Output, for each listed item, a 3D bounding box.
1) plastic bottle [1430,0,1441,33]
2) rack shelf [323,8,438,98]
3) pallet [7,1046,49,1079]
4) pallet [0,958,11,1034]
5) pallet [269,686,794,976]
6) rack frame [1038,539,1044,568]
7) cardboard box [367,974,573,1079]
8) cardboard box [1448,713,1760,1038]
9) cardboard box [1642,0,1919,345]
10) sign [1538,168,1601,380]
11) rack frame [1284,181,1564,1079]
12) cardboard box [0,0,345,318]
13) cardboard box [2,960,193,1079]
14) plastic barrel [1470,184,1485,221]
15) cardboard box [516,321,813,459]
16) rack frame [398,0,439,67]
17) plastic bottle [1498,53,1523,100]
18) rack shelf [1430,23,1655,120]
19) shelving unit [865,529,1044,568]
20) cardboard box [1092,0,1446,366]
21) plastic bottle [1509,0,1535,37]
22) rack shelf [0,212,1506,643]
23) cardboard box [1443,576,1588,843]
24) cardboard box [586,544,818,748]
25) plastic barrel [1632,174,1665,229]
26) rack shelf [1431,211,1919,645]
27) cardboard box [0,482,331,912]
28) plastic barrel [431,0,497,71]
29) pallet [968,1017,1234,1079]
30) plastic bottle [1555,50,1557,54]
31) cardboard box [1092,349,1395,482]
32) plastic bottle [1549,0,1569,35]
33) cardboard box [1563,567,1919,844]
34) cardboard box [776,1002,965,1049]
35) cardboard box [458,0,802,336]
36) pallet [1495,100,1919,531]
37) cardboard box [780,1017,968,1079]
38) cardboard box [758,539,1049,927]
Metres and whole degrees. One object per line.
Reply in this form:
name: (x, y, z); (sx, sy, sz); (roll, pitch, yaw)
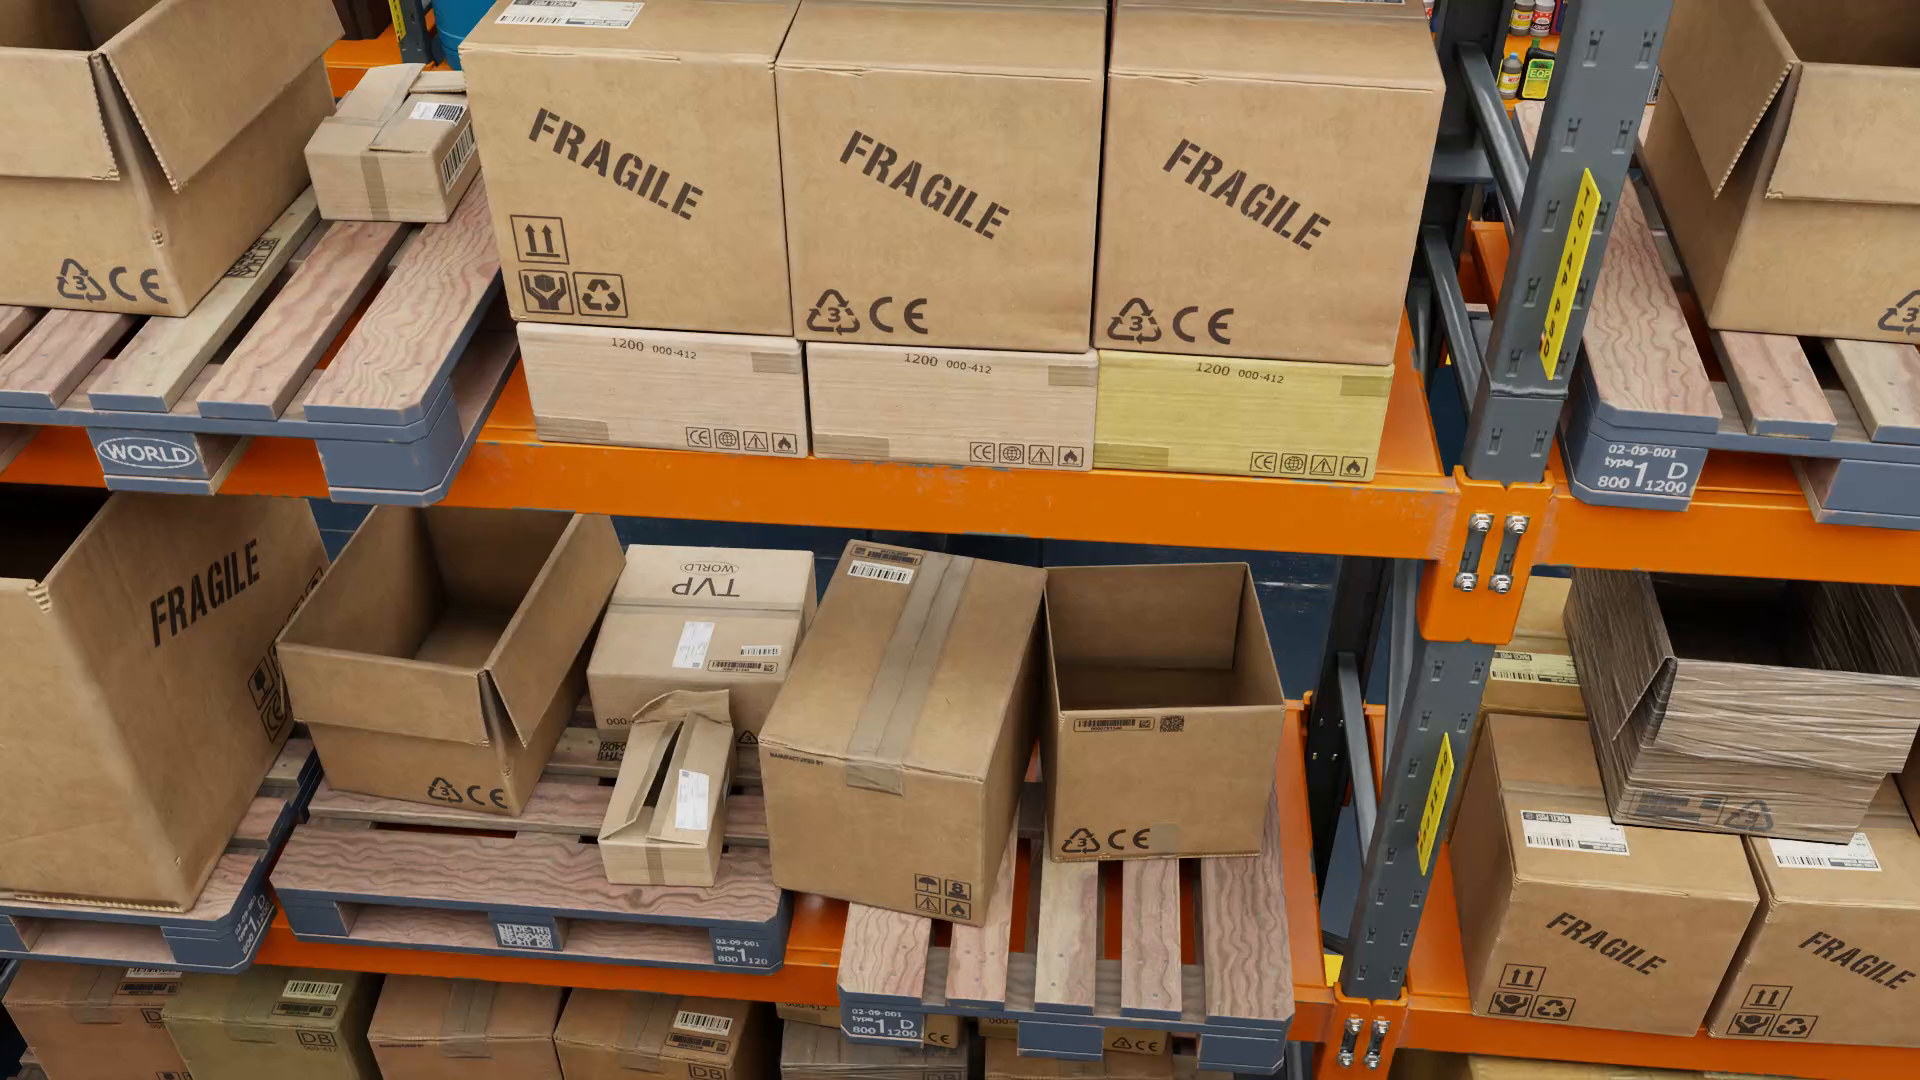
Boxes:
plastic bottle: (2.401, -2.659, 8.242); (0.097, 0.271, 0.097); (0, 39, 0)
rack shelf: (-4.554, -2.551, 8.578); (4.000, 0.370, 1.077); (3, 39, 4)
pallet: (-2.213, 1.517, 5.220); (1.213, 0.211, 1.003); (3, 39, 4)
pallet: (-3.661, 1.461, 5.288); (1.213, 0.211, 1.003); (3, 39, 4)
pallet: (-0.979, 0.604, 4.284); (1.213, 0.211, 1.003); (3, 39, 4)
rack frame: (0.358, -0.562, 6.752); (0.023, 1.500, 0.400); (3, 39, 4)
cardboard box: (-1.348, 1.308, 4.899); (0.500, 0.500, 0.700); (0, 39, 0)
cardboard box: (1.457, 0.770, 3.848); (0.500, 0.500, 0.500); (4, 39, 5)
cardboard box: (1.610, -0.767, 3.025); (0.637, 0.503, 0.797); (5, 39, 6)
sign: (0.947, -0.411, 2.593); (0.005, 0.325, 0.100); (3, 39, 4)
rack frame: (0.996, 0.612, 4.123); (0.127, 3.000, 1.000); (3, 39, 4)
cardboard box: (-1.590, -0.834, 3.108); (0.637, 0.503, 0.797); (5, 39, 6)
cardboard box: (-2.379, 1.239, 4.983); (0.500, 0.500, 0.700); (0, 39, 0)
plastic barrel: (2.483, -1.711, 8.614); (0.421, 0.512, 0.421); (0, 39, 0)
cardboard box: (-0.494, -0.413, 3.124); (0.500, 0.250, 0.500); (4, 39, 5)
rack frame: (-2.561, -2.721, 8.217); (0.127, 3.000, 1.000); (3, 39, 4)
plastic bottle: (2.534, -2.144, 7.665); (0.097, 0.201, 0.097); (0, 39, 0)
rack shelf: (3.416, -2.116, 8.043); (4.000, 0.370, 1.077); (3, 39, 4)
shelving unit: (-0.007, -0.582, 6.777); (0.755, 1.500, 0.431); (3, 39, 4)
cardboard box: (0.499, -0.653, 2.825); (0.500, 0.500, 0.500); (4, 39, 5)
plastic bottle: (2.789, -2.611, 8.238); (0.097, 0.201, 0.097); (0, 39, 0)
rack shelf: (-0.996, -0.382, 3.537); (4.000, 0.370, 1.077); (3, 39, 4)
cardboard box: (1.509, 0.444, 4.249); (0.500, 0.500, 0.500); (4, 39, 5)
cardboard box: (-0.654, 0.271, 4.327); (0.500, 0.250, 0.500); (2, 39, 3)
plastic barrel: (3.608, -1.650, 8.538); (0.421, 0.512, 0.421); (0, 39, 0)
rack shelf: (2.989, -0.164, 3.269); (4.000, 0.370, 1.077); (3, 39, 4)
cardboard box: (-2.209, 0.129, 3.907); (1.000, 1.000, 1.000); (3, 39, 4)
plastic barrel: (-2.203, -2.704, 7.799); (0.708, 0.901, 0.600); (3, 39, 4)
pallet: (0.218, 1.650, 5.056); (1.213, 0.211, 1.003); (3, 39, 4)
plastic bottle: (2.764, -2.158, 7.627); (0.097, 0.271, 0.097); (0, 39, 0)
cardboard box: (0.502, -0.365, 3.065); (0.500, 0.250, 0.500); (3, 39, 4)
plastic bottle: (3.002, -2.642, 8.212); (0.133, 0.283, 0.061); (3, 39, 4)
cardboard box: (1.723, 0.234, 3.713); (0.637, 0.503, 0.797); (4, 39, 5)
cardboard box: (-0.203, 1.079, 4.585); (0.500, 0.250, 0.500); (7, 40, 9)
cardboard box: (-0.504, -0.711, 2.896); (0.500, 0.500, 0.500); (4, 39, 5)
pallet: (1.642, -0.477, 3.233); (1.003, 0.211, 1.213); (5, 39, 6)
cardboard box: (-0.227, 1.364, 4.829); (0.500, 0.500, 0.700); (0, 39, 0)
cardboard box: (-0.110, 0.438, 3.924); (0.500, 0.500, 0.700); (9, 40, 10)
